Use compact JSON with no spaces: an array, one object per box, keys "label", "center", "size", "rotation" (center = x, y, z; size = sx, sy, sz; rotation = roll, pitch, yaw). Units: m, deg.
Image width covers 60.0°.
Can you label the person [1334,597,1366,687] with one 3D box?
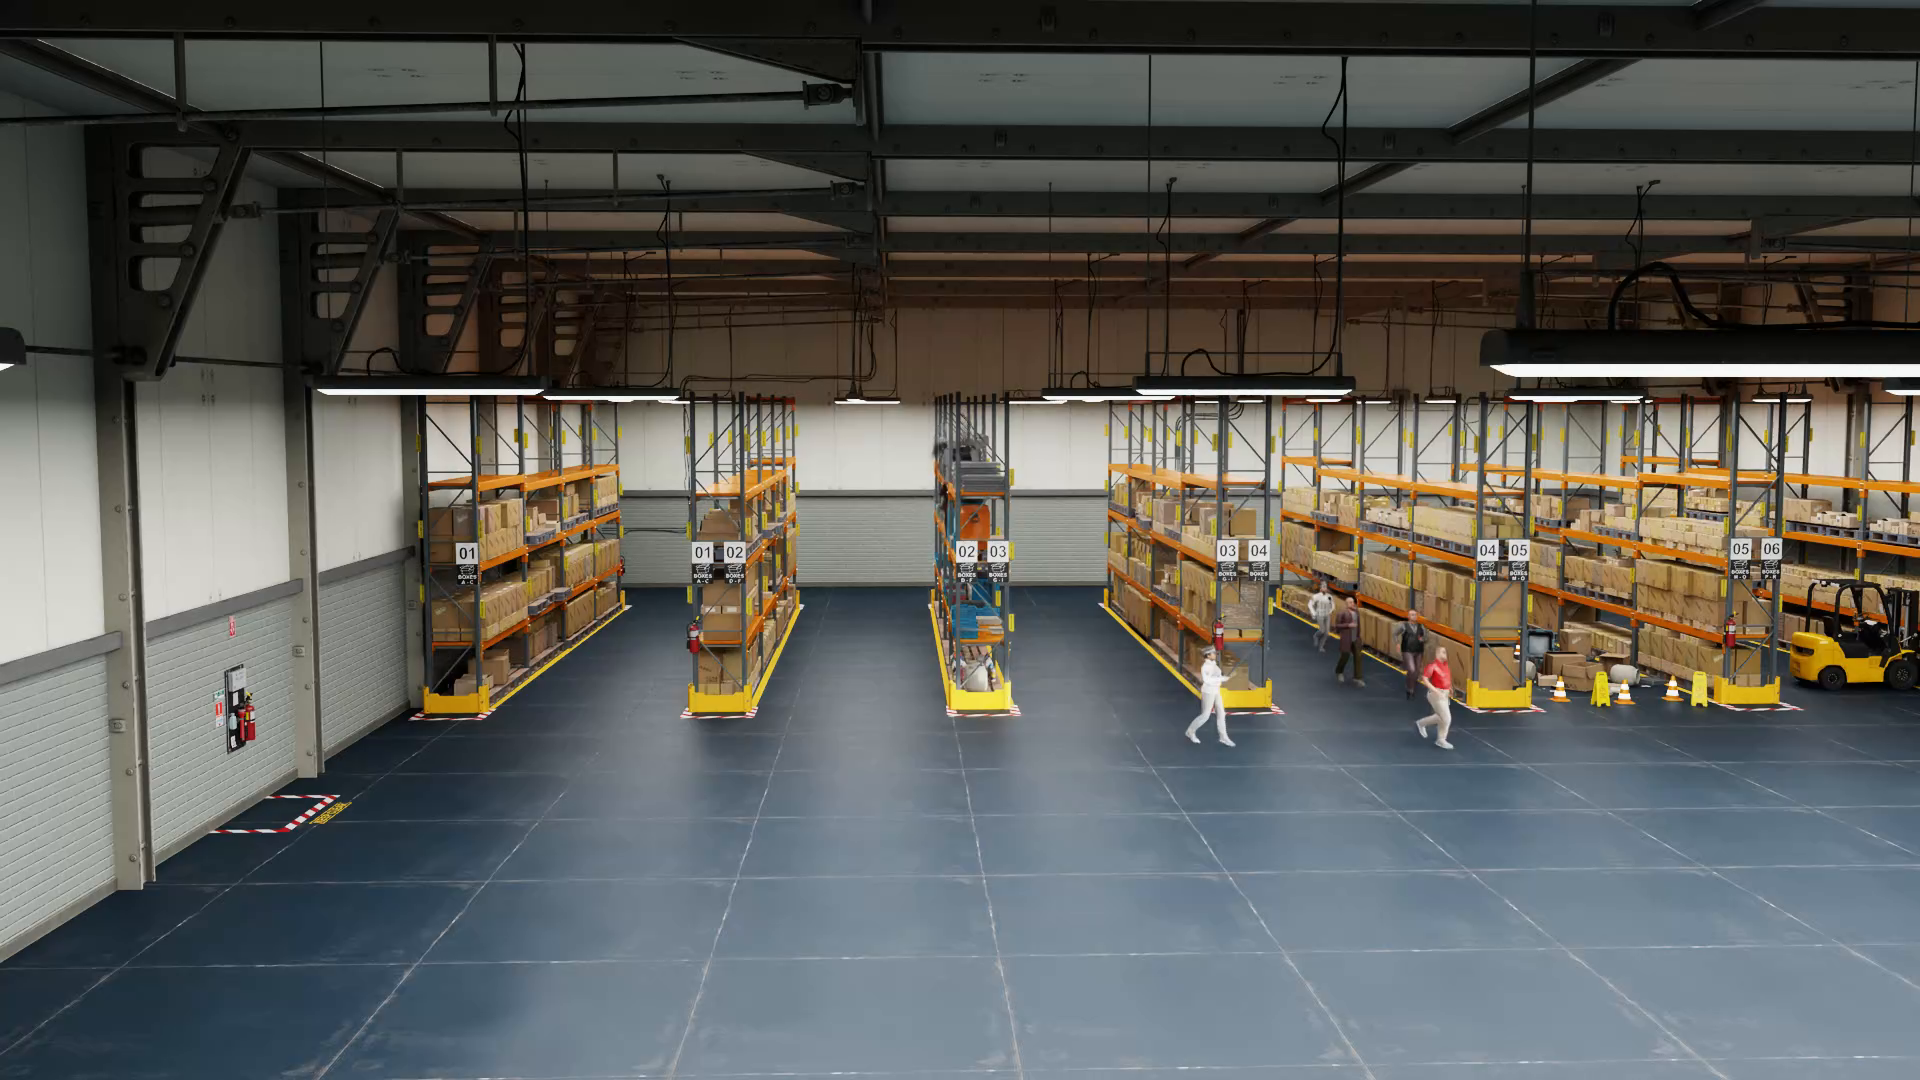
[{"label":"person","center":[8.001,2.067,34.107],"size":[0.698,1.791,0.969],"rotation":[-1,5,-16]}]

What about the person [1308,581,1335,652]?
[{"label":"person","center":[8.472,1.787,38.818],"size":[0.578,1.651,0.540],"rotation":[-1,5,-10]}]

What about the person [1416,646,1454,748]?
[{"label":"person","center":[8.040,2.636,28.147],"size":[0.734,1.699,0.684],"rotation":[4,6,41]}]

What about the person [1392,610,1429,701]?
[{"label":"person","center":[8.875,2.265,32.624],"size":[0.631,1.769,0.647],"rotation":[-1,5,-8]}]

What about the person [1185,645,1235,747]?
[{"label":"person","center":[4.220,2.607,27.977],"size":[0.852,1.708,0.605],"rotation":[2,5,28]}]
